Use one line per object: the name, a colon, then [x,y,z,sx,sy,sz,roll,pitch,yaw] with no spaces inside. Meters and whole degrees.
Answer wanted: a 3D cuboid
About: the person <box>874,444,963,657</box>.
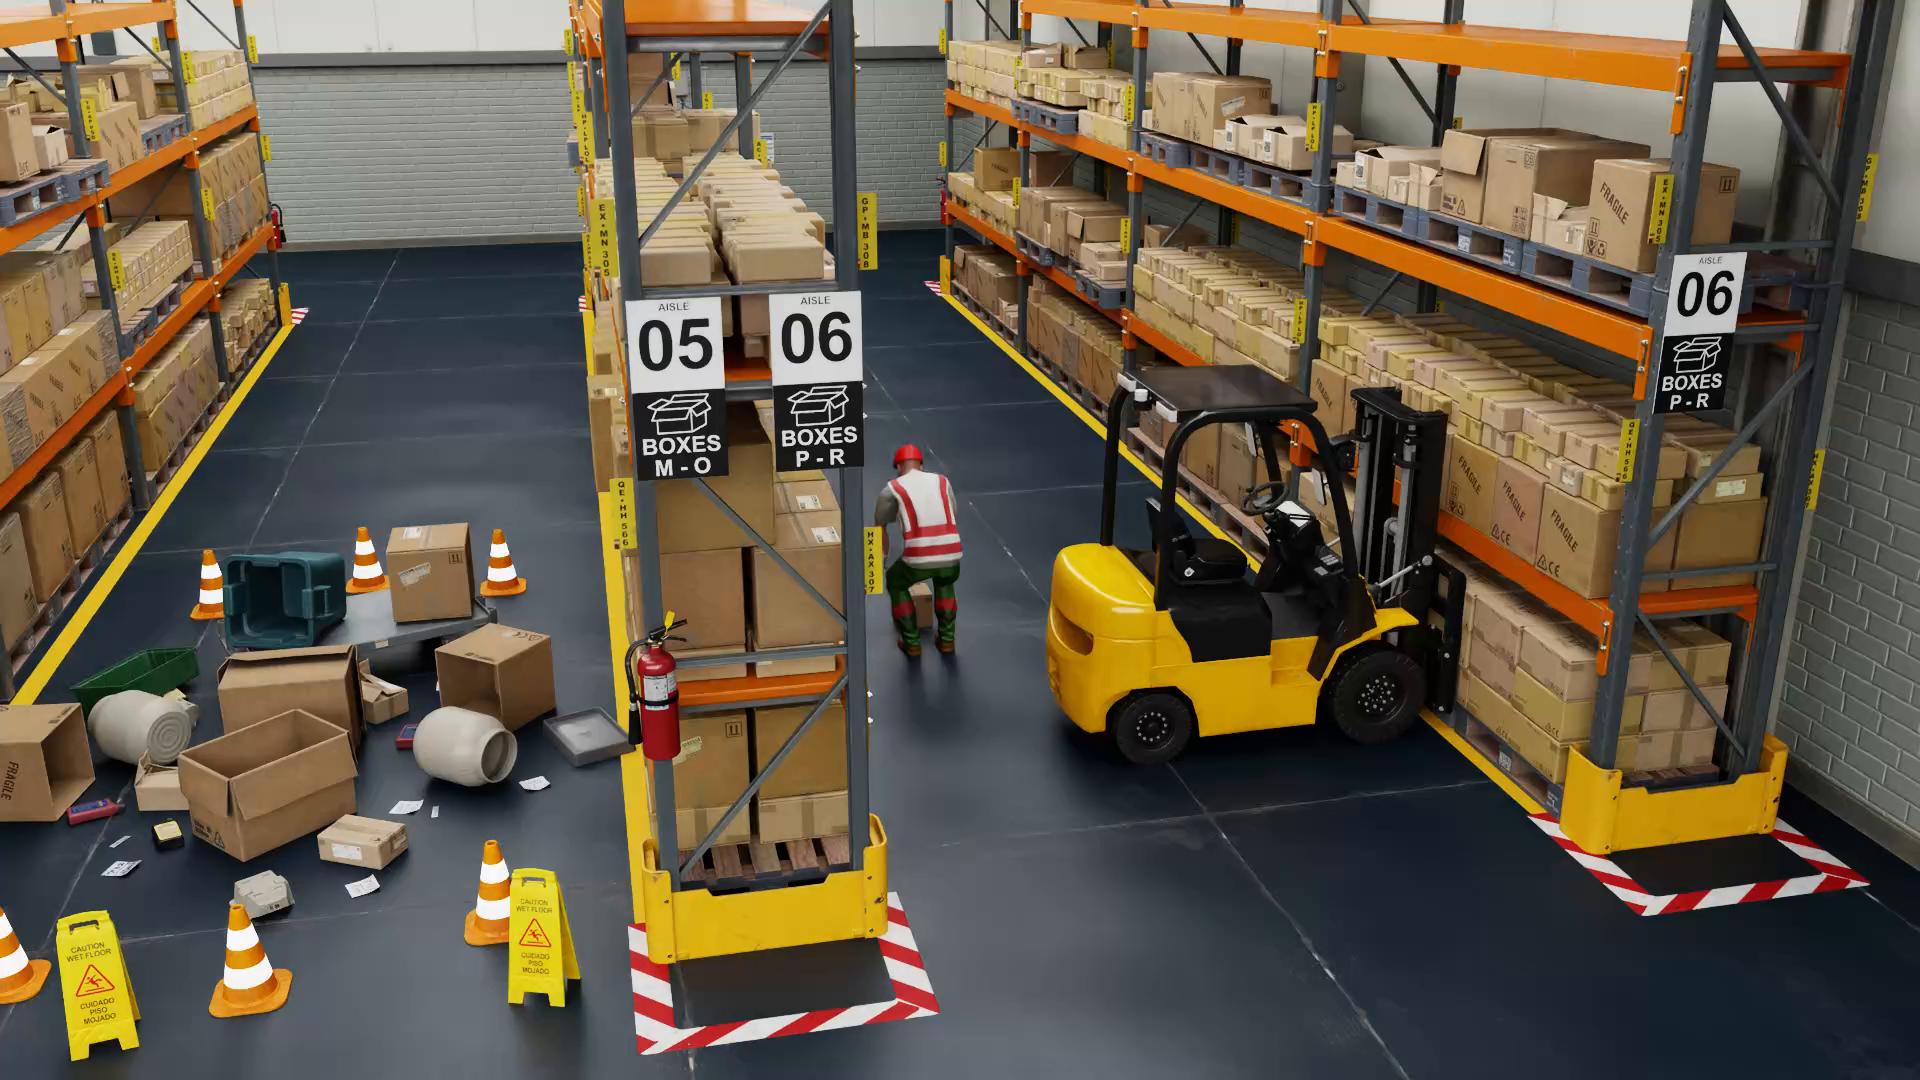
person: [-0.287,0.080,11.420,0.584,1.381,0.782,-5,20,-14]
